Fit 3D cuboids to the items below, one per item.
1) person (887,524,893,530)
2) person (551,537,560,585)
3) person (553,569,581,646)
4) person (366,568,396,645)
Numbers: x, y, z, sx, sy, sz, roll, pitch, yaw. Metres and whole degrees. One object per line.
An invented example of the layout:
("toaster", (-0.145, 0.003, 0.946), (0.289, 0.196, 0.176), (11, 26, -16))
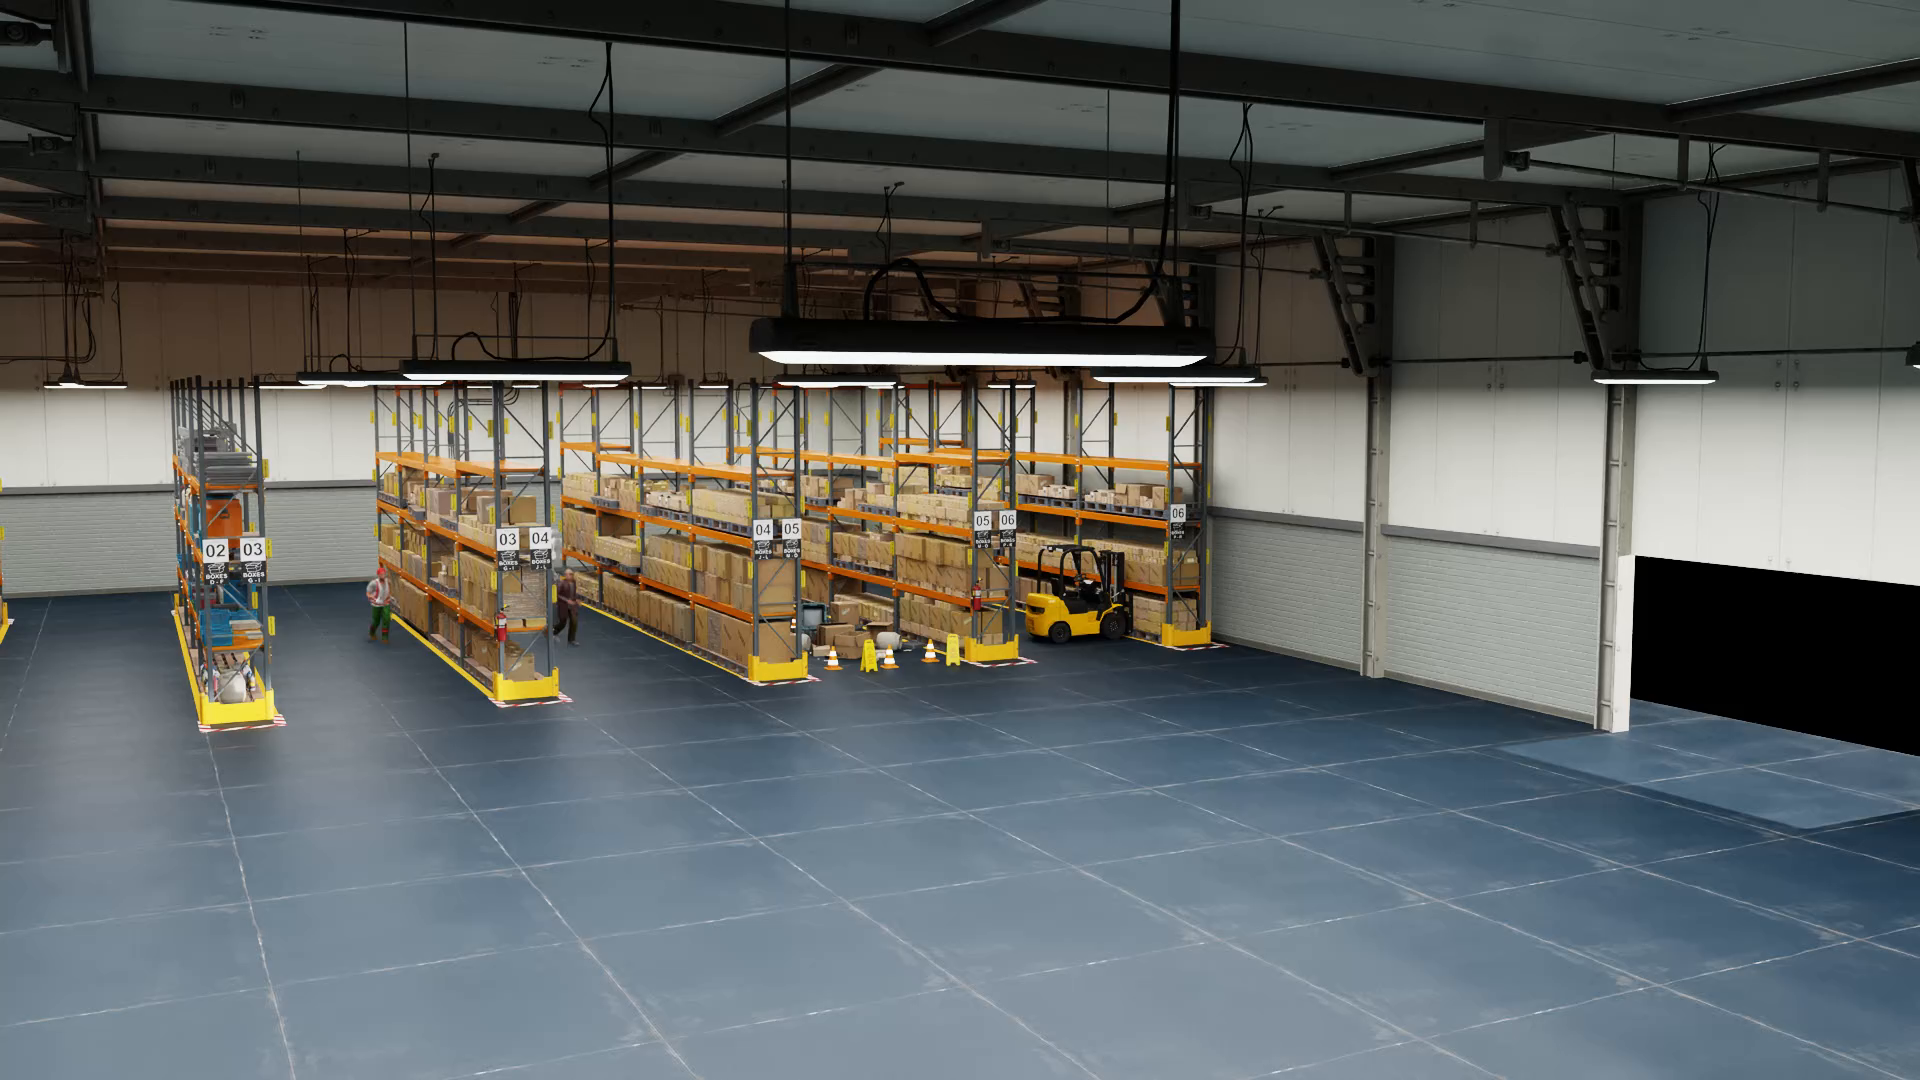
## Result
("person", (-1.954, 0.403, 46.766), (0.698, 1.784, 0.865), (-5, 7, -43))
("person", (-11.893, 0.542, 48.331), (0.490, 1.744, 0.707), (-1, 5, -10))
("person", (-8.965, 1.514, 37.627), (0.946, 1.741, 0.696), (5, 7, 42))
("person", (-13.224, 1.487, 37.873), (0.671, 1.748, 0.911), (-4, 7, -40))
